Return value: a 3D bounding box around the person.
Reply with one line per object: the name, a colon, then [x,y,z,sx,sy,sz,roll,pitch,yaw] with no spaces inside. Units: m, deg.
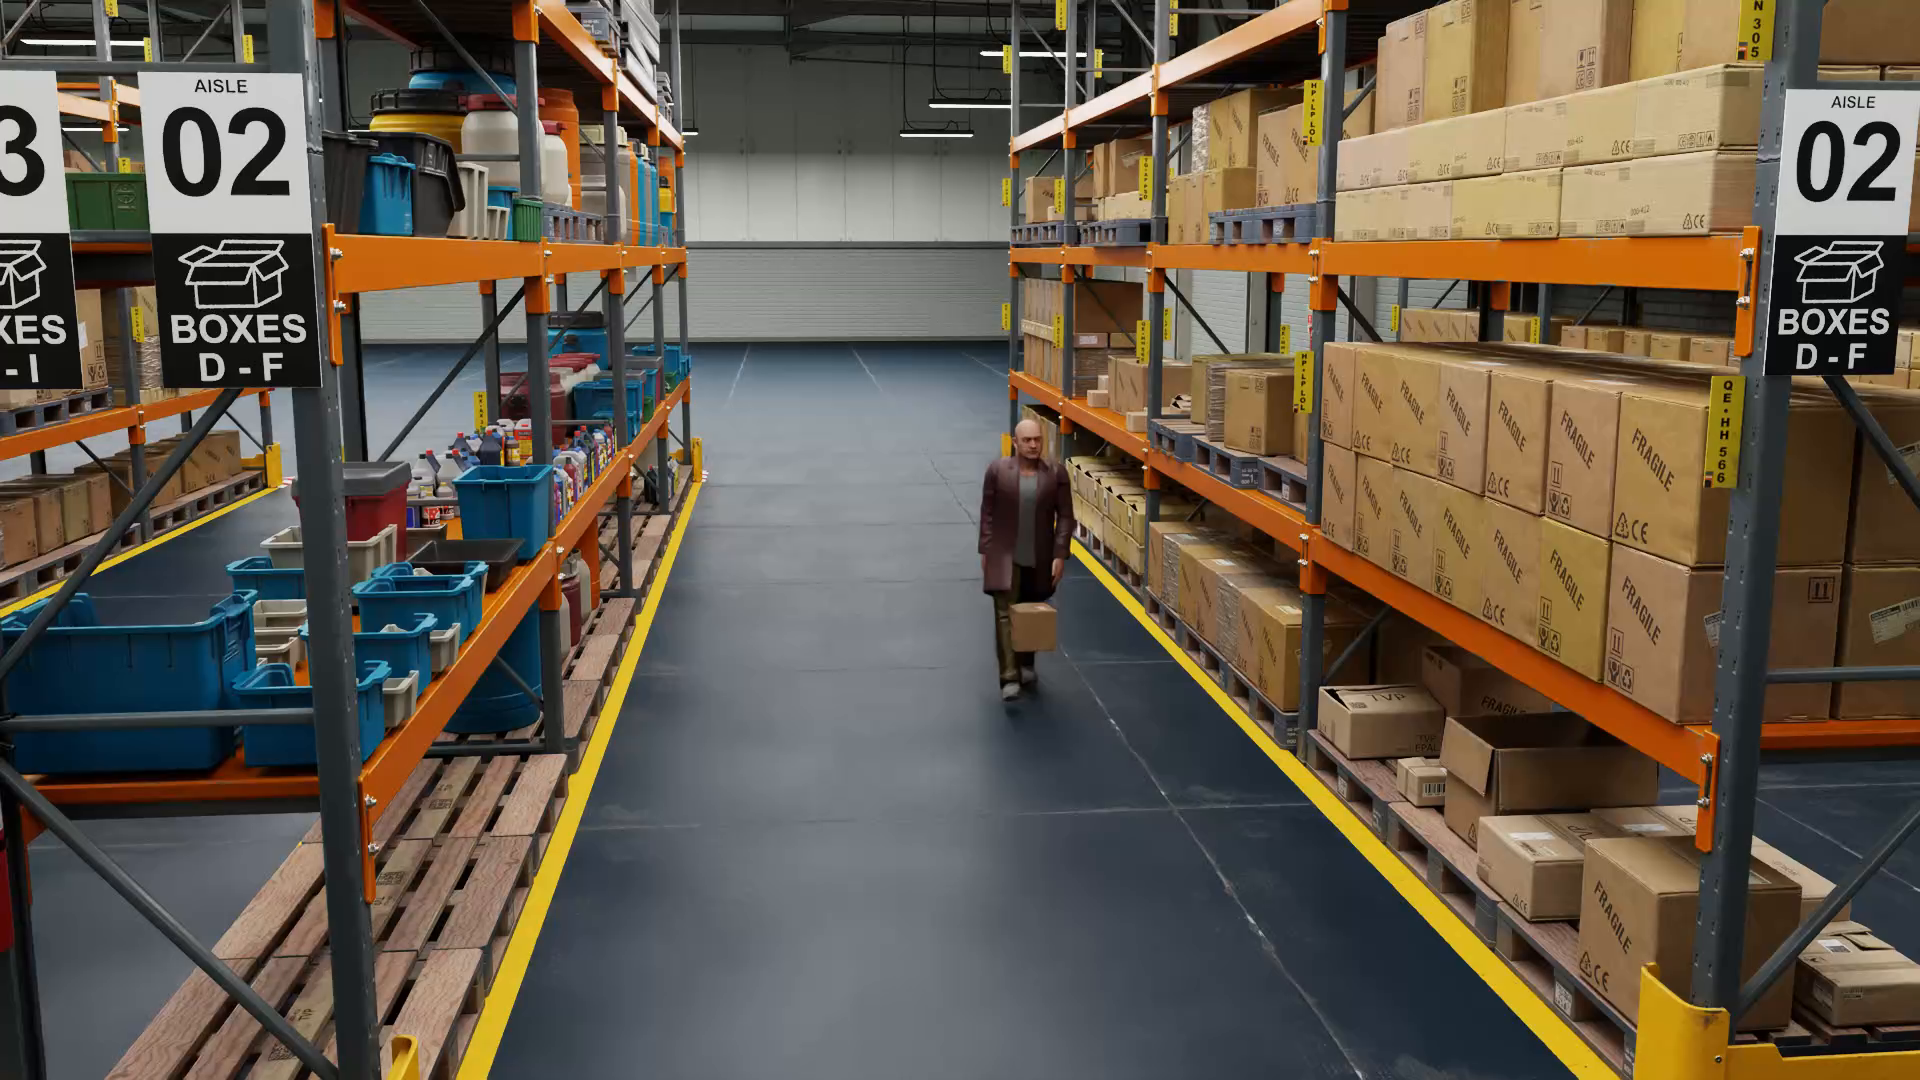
person: [0.423,0.116,10.274,0.591,1.723,1.102,-1,10,-7]
